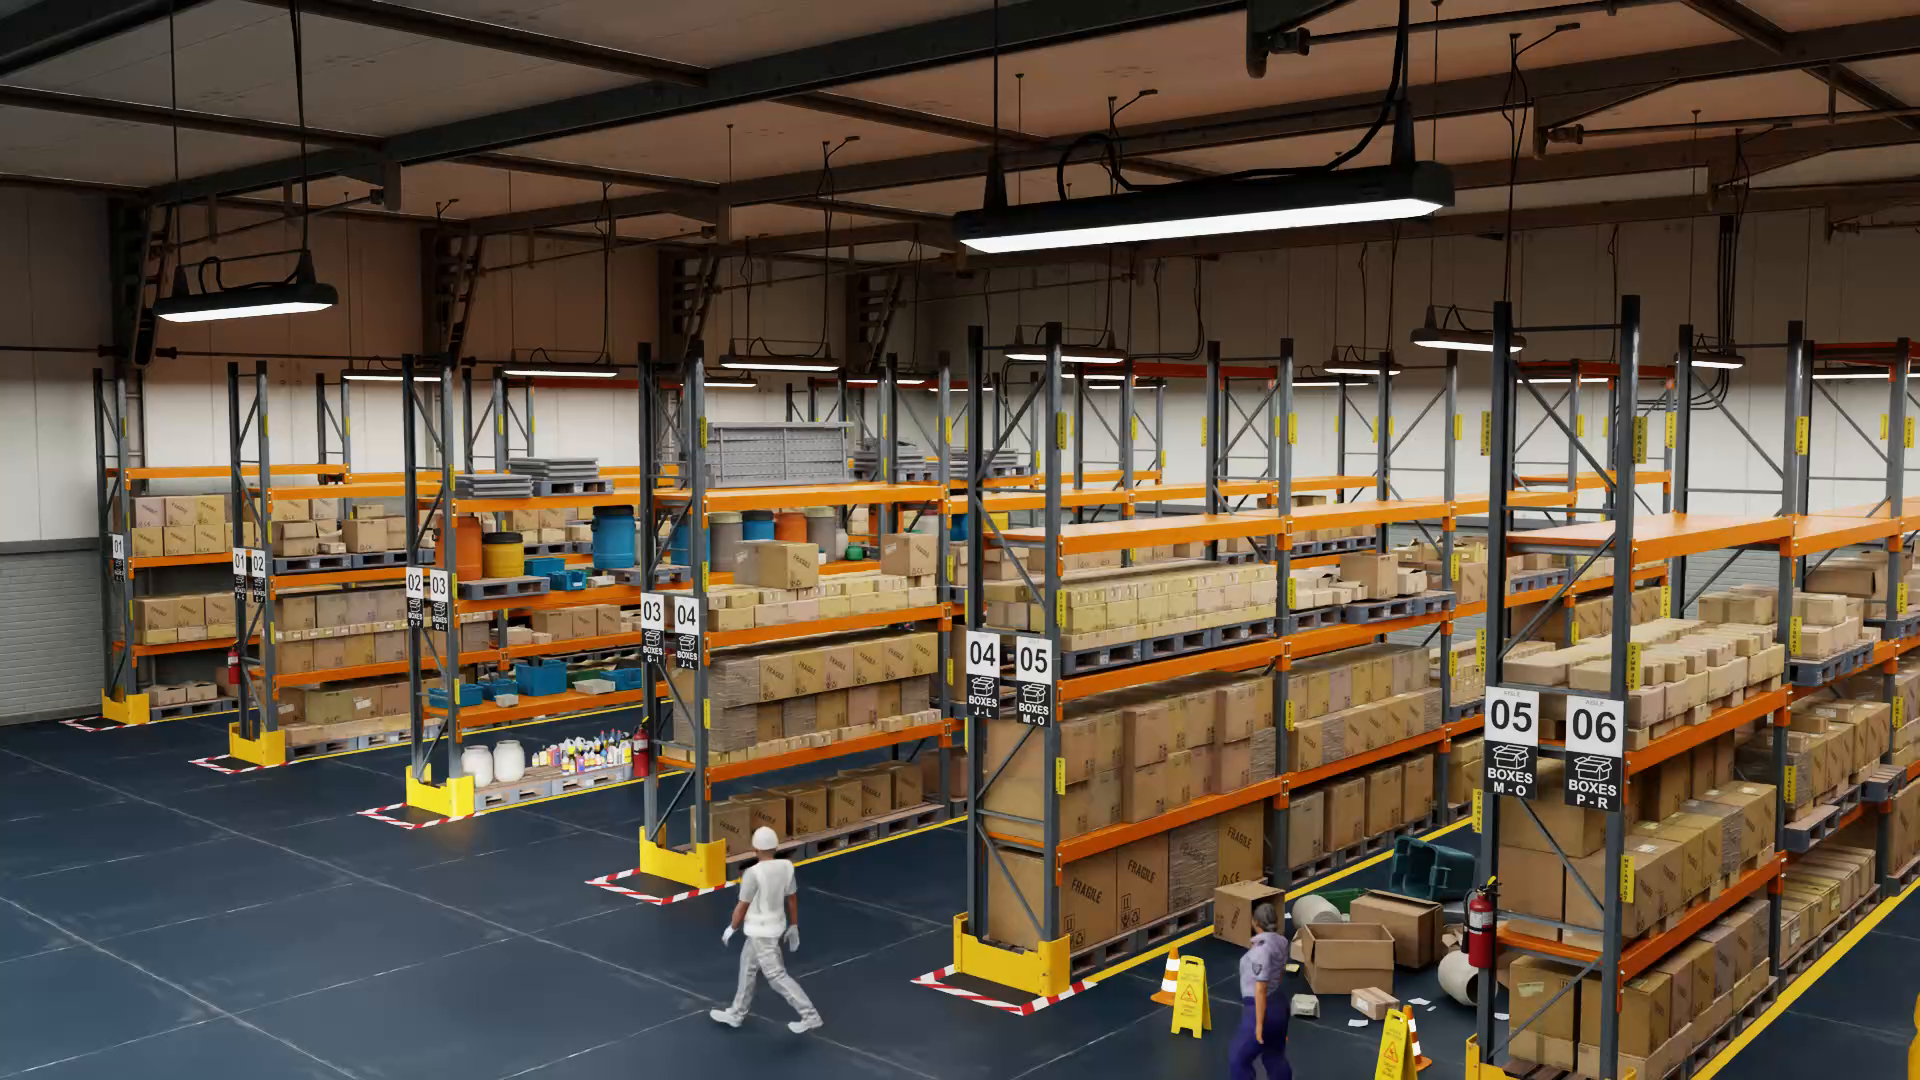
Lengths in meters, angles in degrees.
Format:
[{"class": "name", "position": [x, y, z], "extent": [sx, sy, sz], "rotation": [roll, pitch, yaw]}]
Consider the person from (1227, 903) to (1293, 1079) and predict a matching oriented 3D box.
[{"class": "person", "position": [2.200, 3.490, 12.078], "extent": [0.527, 1.695, 0.533], "rotation": [1, 4, 17]}]

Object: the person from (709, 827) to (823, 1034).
[{"class": "person", "position": [-1.645, 3.269, 13.896], "extent": [1.052, 1.755, 0.480], "rotation": [1, 4, 9]}]

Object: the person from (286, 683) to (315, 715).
[{"class": "person", "position": [-11.393, 2.249, 28.551], "extent": [0.429, 1.708, 0.595], "rotation": [3, 5, 36]}]
